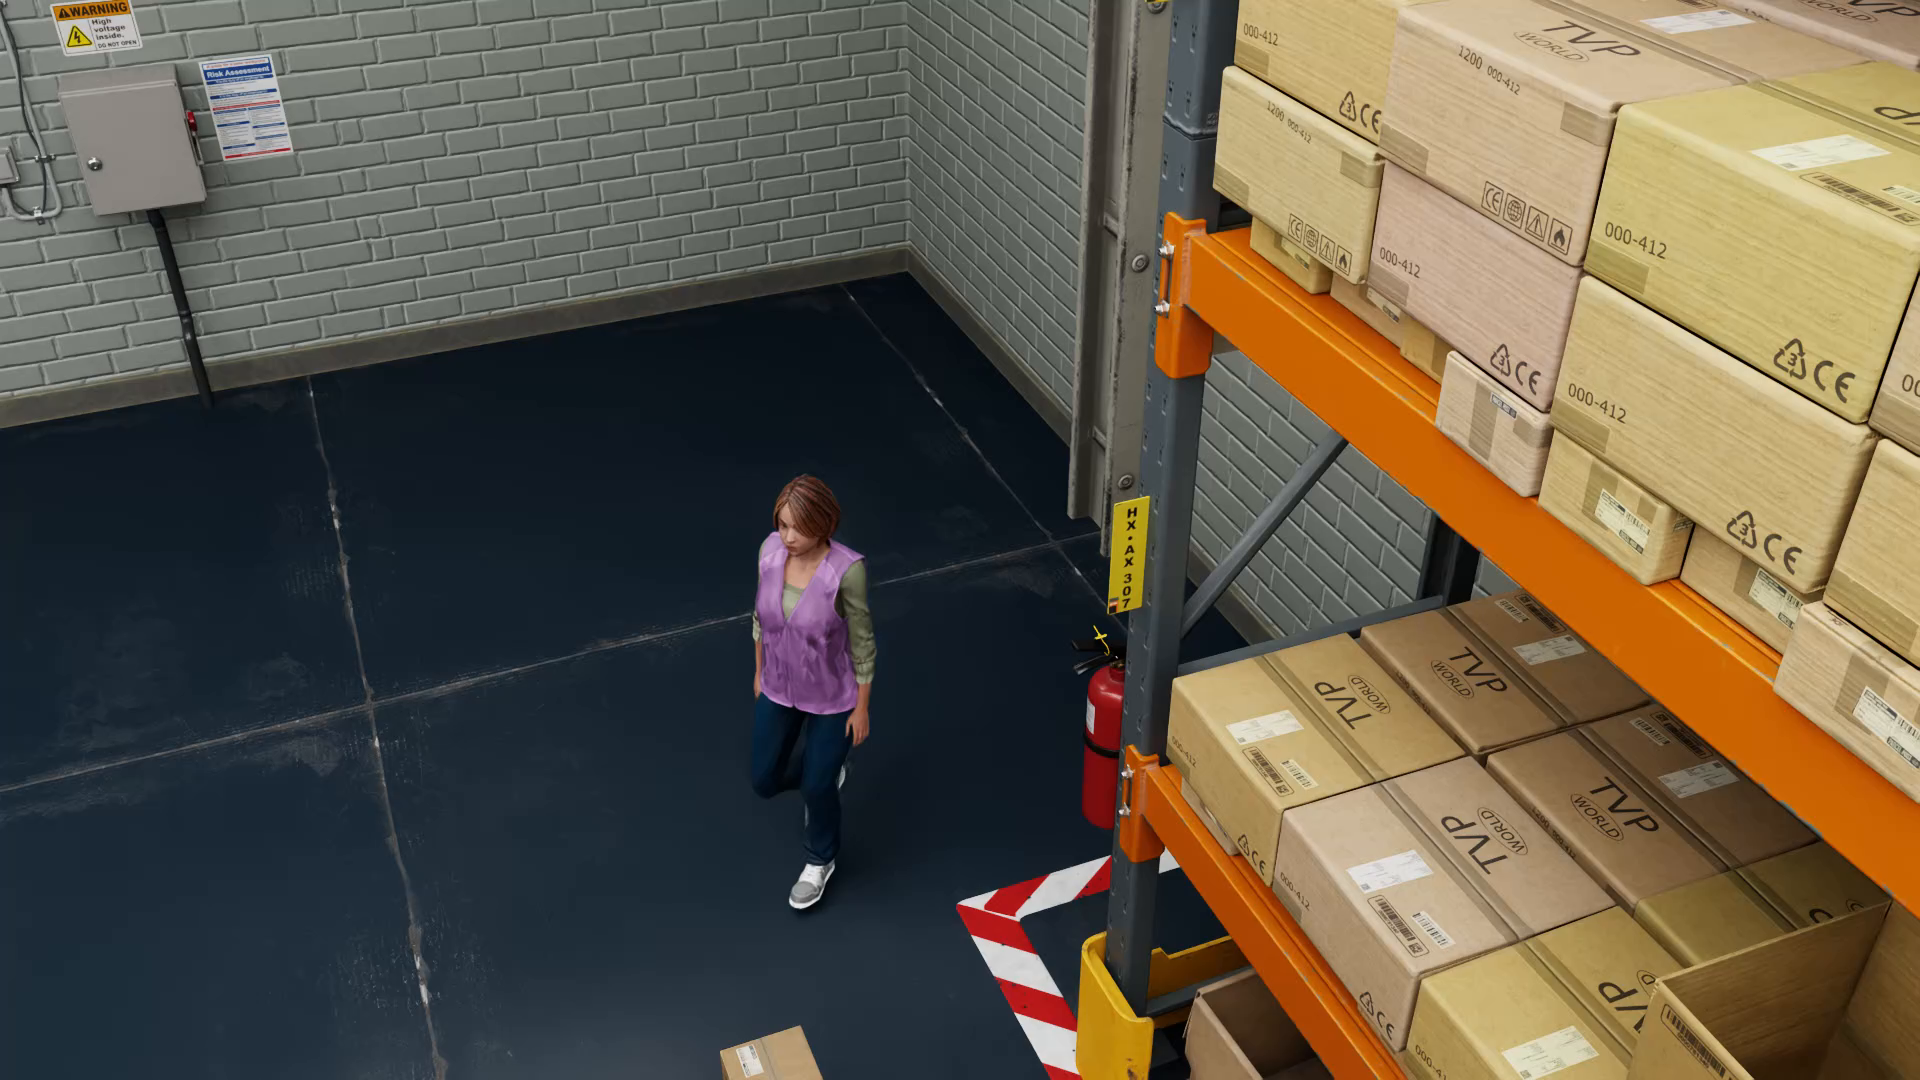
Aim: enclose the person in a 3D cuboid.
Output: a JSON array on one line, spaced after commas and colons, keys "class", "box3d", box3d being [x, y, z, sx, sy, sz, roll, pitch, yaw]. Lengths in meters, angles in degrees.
[{"class": "person", "box3d": [-0.475, 0.480, 5.401, 0.452, 1.586, 0.497, 14, 36, 19]}]
